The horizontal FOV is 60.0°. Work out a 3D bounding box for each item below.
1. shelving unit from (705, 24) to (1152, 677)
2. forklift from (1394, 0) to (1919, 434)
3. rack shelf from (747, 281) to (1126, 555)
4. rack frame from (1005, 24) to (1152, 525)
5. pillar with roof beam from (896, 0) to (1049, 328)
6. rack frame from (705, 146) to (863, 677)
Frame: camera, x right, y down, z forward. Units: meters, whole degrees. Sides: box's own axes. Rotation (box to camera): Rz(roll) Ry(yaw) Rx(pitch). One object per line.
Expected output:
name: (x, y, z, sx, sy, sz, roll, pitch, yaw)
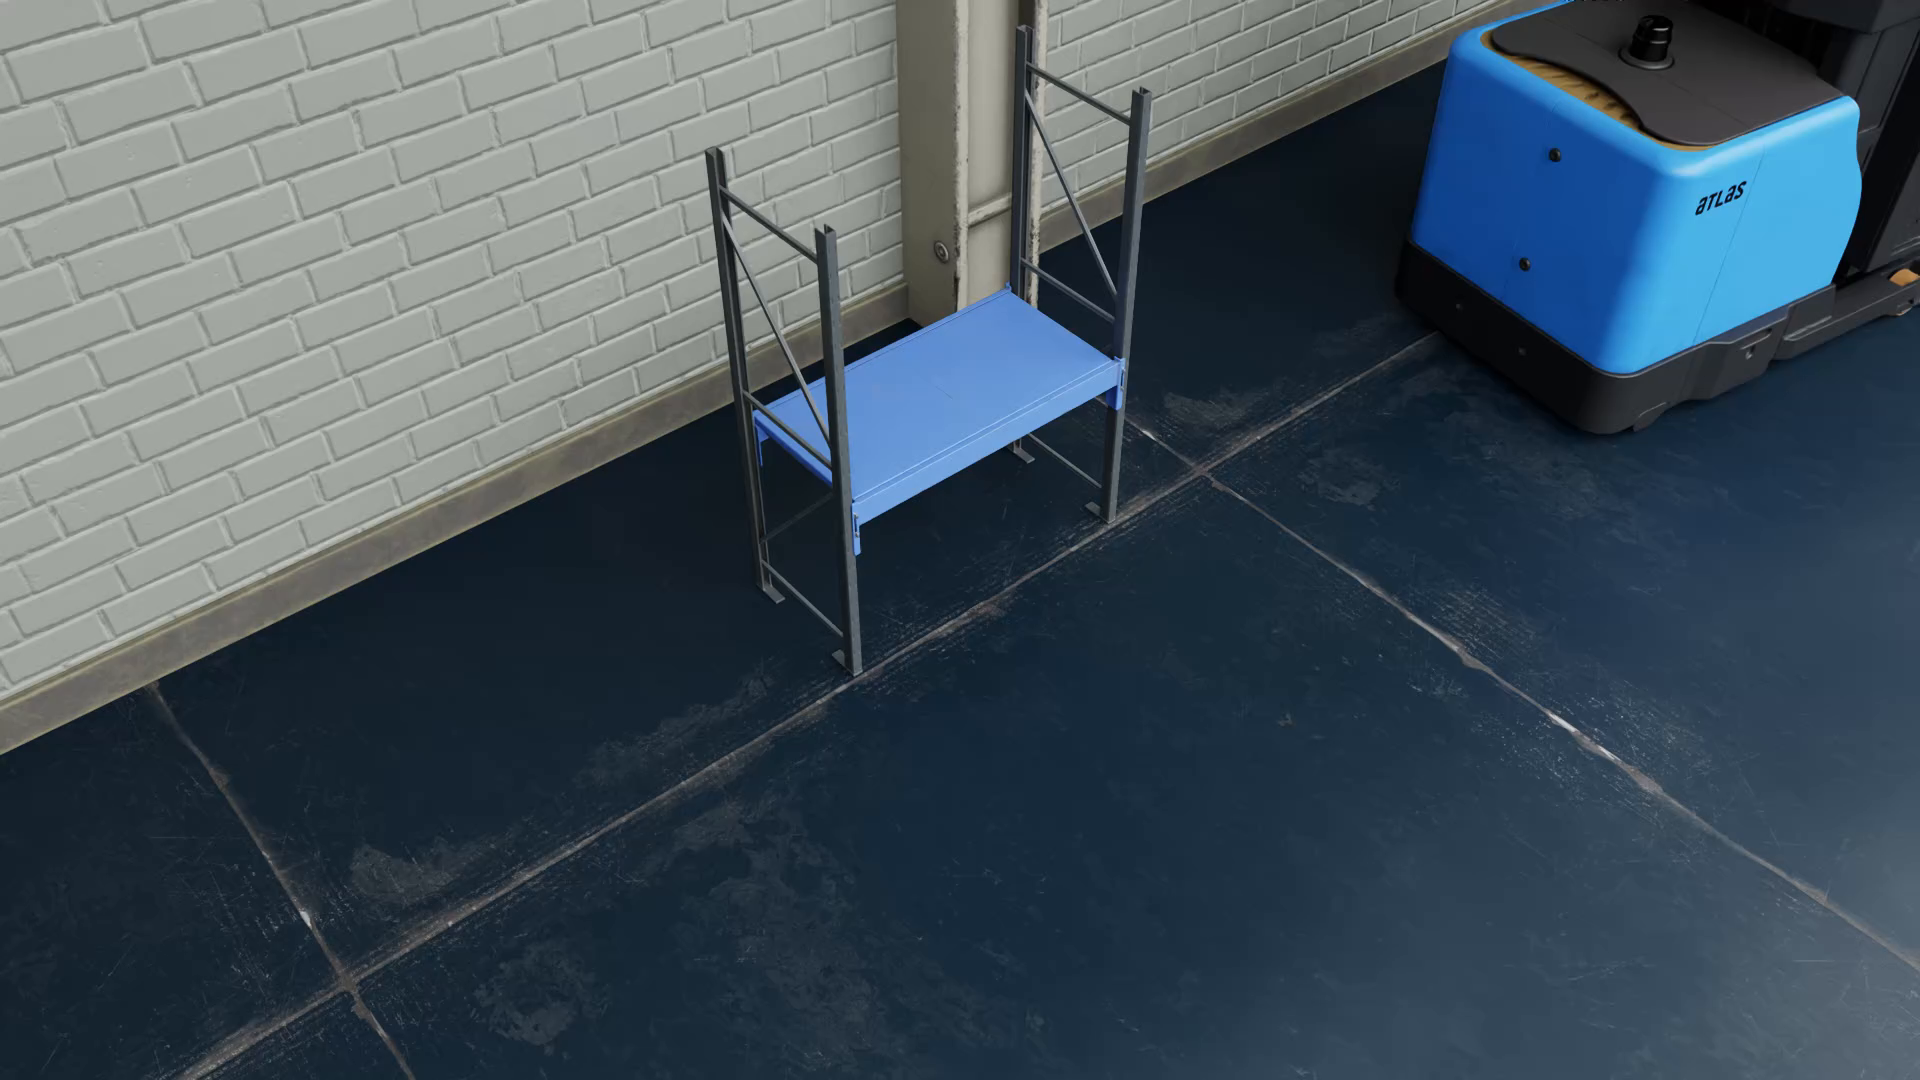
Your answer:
shelving unit: (-0.065, -0.509, 4.697, 1.048, 1.500, 0.538, -30, 51, -28)
forklift: (3.124, -2.184, 5.434, 3.031, 2.935, 1.130, -23, 48, -22)
rack shelf: (-0.065, -0.378, 4.820, 1.000, 0.185, 0.538, -30, 51, -28)
rack frame: (0.325, -0.732, 4.934, 0.032, 1.500, 0.500, -30, 51, -28)
pillar with roof beam: (2.803, -1.867, 0.664, 0.400, 9.000, 9.100, -30, 51, -28)
rack frame: (-0.455, -0.286, 4.459, 0.032, 1.500, 0.500, -30, 51, -28)
